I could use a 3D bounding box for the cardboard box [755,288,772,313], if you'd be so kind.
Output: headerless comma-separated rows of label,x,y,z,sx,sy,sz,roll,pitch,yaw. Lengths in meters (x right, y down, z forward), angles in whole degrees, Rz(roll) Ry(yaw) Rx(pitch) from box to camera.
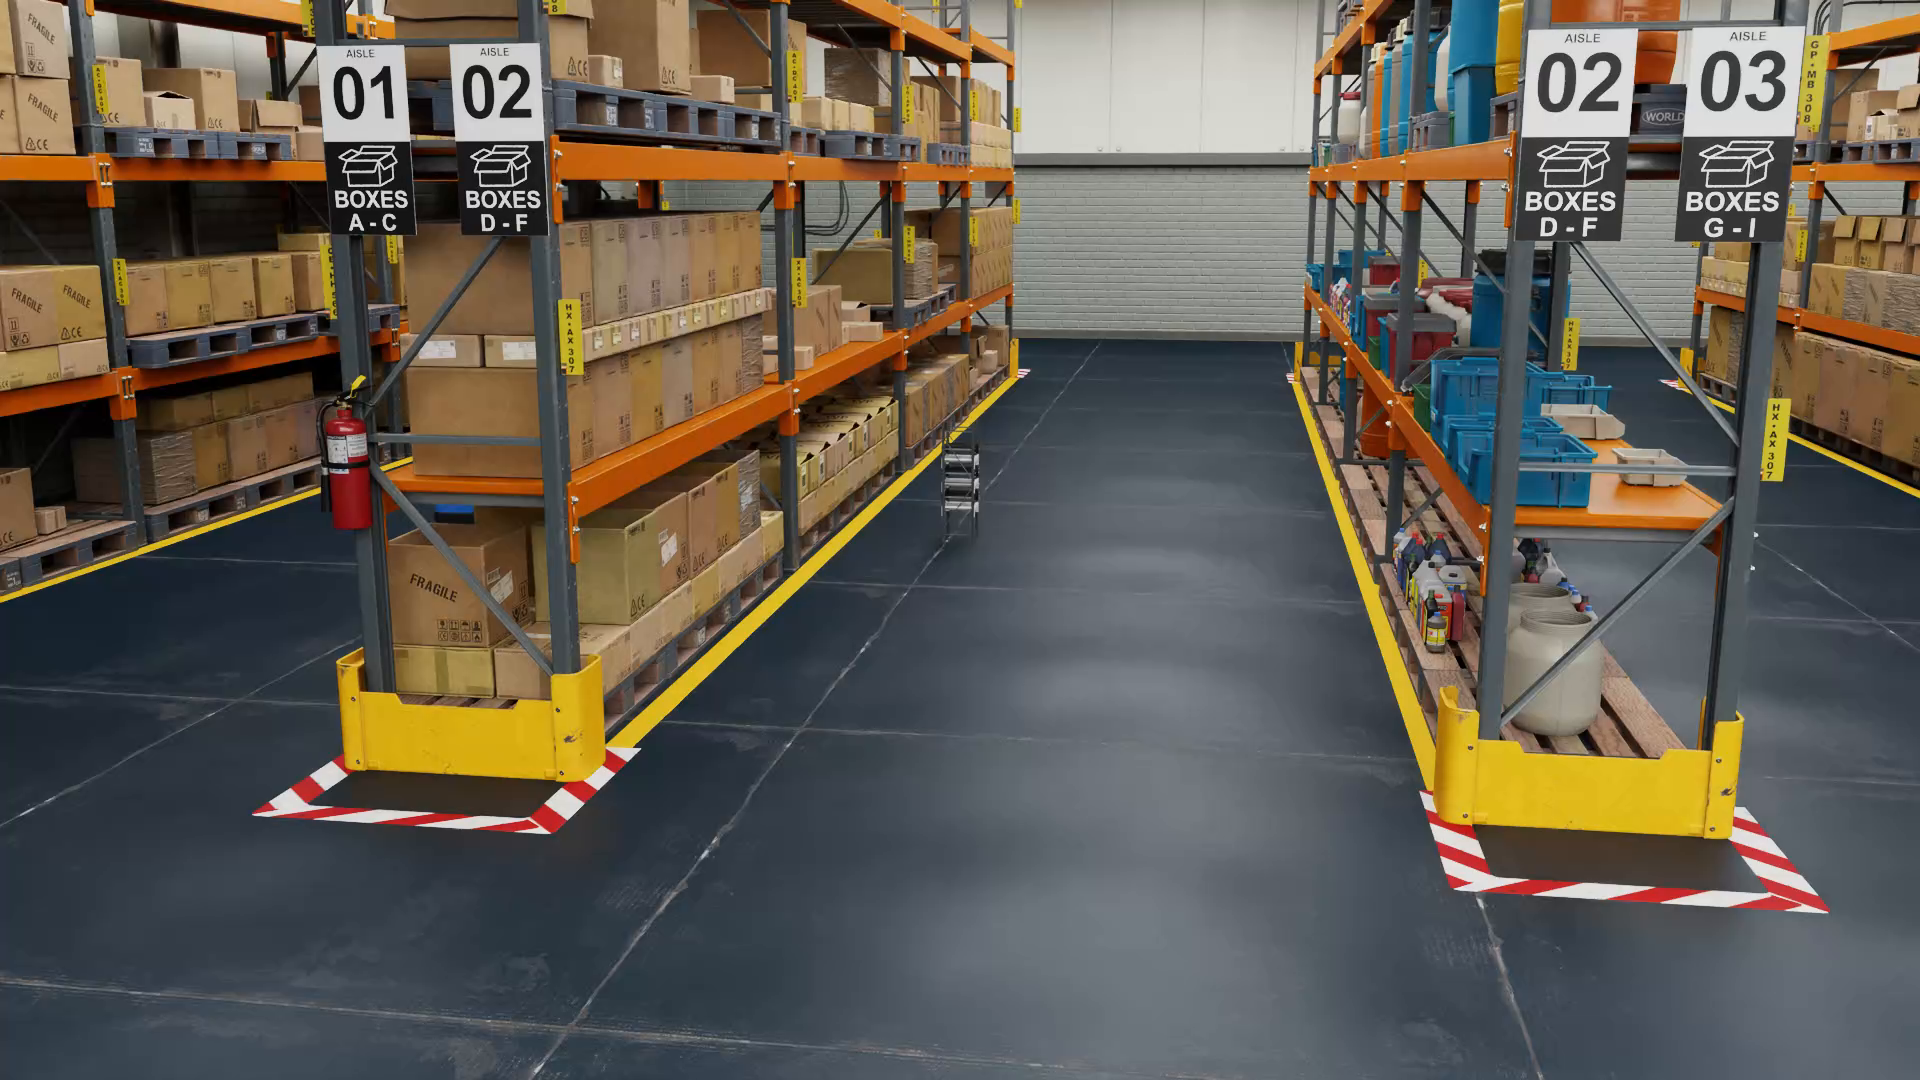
cardboard box,-1.452,-1.573,10.897,0.380,0.149,0.250,2,12,9

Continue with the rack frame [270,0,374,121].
rack frame,-5.902,-5.196,15.244,1.000,3.000,0.127,2,12,9

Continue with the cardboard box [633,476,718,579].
cardboard box,-1.701,-0.083,9.507,0.500,0.500,0.500,2,12,9

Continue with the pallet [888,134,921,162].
pallet,-1.022,-3.333,14.169,1.213,0.211,1.003,2,12,11

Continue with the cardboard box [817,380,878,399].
cardboard box,-1.094,-1.299,16.290,0.500,0.500,0.500,2,12,11

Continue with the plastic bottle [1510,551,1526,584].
plastic bottle,3.278,0.190,9.910,0.152,0.276,0.135,2,12,9

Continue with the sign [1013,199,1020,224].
sign,0.769,-4.467,22.604,0.100,0.325,0.005,2,12,9

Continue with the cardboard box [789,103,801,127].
cardboard box,-1.436,-3.112,12.051,0.500,0.250,0.500,1,12,3

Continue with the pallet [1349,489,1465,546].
pallet,3.540,-0.166,12.762,1.003,0.211,1.213,2,12,9

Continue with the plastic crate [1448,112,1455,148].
plastic crate,2.761,-2.153,8.746,0.336,0.188,0.450,2,12,9

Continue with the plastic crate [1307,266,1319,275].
plastic crate,4.653,-3.377,21.300,0.416,0.233,0.300,2,12,9

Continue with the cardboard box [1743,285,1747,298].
cardboard box,9.357,-2.886,19.363,0.380,0.149,0.250,2,12,10

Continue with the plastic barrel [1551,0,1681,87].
plastic barrel,2.606,-2.264,6.742,0.600,0.830,0.708,2,12,9

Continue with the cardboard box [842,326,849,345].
cardboard box,-1.147,-1.714,13.921,0.380,0.149,0.250,3,12,13

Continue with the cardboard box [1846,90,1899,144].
cardboard box,9.317,-4.214,16.573,0.700,0.500,0.500,2,12,10

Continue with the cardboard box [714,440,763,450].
cardboard box,-1.769,-0.608,12.395,0.500,0.311,0.500,2,12,10

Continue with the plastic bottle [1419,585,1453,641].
plastic bottle,2.572,0.391,8.979,0.152,0.276,0.135,2,12,9

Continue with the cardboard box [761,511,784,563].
cardboard box,-1.477,-0.028,11.035,0.500,0.250,0.500,2,12,9

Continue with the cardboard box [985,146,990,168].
cardboard box,0.087,-4.631,20.096,0.500,0.250,0.500,2,12,9

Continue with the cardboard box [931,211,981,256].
cardboard box,-0.041,-3.563,19.295,0.500,0.500,0.500,2,12,10

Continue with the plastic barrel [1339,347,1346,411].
plastic barrel,4.402,-1.842,17.904,0.600,0.901,0.708,2,12,9

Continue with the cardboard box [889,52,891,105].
cardboard box,-0.855,-4.304,15.616,0.500,0.500,0.500,2,12,9

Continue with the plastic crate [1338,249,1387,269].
plastic crate,5.251,-3.579,21.752,0.616,0.435,0.499,2,12,9

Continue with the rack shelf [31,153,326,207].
rack shelf,-6.209,-2.962,13.704,1.077,0.370,4.000,2,12,9

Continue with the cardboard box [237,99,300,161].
cardboard box,-6.193,-3.523,14.308,0.797,0.503,0.637,4,13,17

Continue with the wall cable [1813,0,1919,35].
wall cable,14.287,-9.018,25.342,2.277,5.999,0.120,2,12,9

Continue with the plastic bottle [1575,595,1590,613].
plastic bottle,3.297,0.422,8.819,0.061,0.283,0.133,2,12,10

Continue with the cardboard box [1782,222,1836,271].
cardboard box,9.203,-3.158,17.895,0.500,0.500,0.500,2,12,10

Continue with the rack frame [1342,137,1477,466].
rack frame,3.888,-1.942,14.386,1.000,3.000,0.127,2,12,9

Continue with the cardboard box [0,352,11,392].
cardboard box,-6.437,-1.050,10.554,0.500,0.250,0.500,2,12,8

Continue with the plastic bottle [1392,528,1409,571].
plastic bottle,2.790,0.061,10.522,0.097,0.271,0.097,0,12,0

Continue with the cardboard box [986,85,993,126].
cardboard box,0.030,-5.457,20.962,0.700,0.500,0.500,2,12,9

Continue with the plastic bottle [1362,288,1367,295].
plastic bottle,4.063,-2.433,16.956,0.152,0.276,0.135,2,12,9

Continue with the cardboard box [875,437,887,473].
cardboard box,-0.922,-0.740,14.337,0.500,0.250,0.500,2,12,8

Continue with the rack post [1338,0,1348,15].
rack post,4.342,-5.496,16.817,0.937,0.300,0.954,2,12,8

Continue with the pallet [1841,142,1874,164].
pallet,9.305,-3.795,16.316,0.805,0.209,1.217,1,12,6

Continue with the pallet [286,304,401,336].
pallet,-5.906,-2.018,15.191,1.213,0.211,1.003,2,12,9

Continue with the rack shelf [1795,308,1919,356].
rack shelf,9.089,-1.847,15.649,1.077,0.370,4.000,2,12,9

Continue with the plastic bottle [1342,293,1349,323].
plastic bottle,3.704,-2.221,15.957,0.061,0.283,0.133,2,12,9

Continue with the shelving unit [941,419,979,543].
shelving unit,0.001,-0.442,12.406,0.258,0.900,0.210,2,12,9

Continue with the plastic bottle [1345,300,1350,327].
plastic bottle,3.659,-2.130,15.562,0.097,0.271,0.097,0,12,0

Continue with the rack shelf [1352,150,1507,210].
rack shelf,3.580,-2.641,12.214,1.077,0.370,4.000,2,12,9

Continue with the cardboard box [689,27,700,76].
cardboard box,-1.959,-2.964,10.438,0.500,0.500,0.500,3,13,13

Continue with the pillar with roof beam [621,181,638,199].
pillar with roof beam,-0.857,-7.312,25.062,9.100,9.000,0.400,2,12,9

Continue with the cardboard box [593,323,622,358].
cardboard box,-1.886,-0.986,8.171,0.380,0.149,0.250,2,12,9

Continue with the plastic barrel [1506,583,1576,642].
plastic barrel,2.760,0.490,8.008,0.421,0.512,0.421,0,12,0

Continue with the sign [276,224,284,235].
sign,-6.451,-2.847,15.834,0.100,0.325,0.005,2,12,9

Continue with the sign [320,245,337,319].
sign,-2.771,-1.141,7.355,0.100,0.325,0.005,2,12,9

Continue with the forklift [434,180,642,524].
forklift,-3.095,-1.626,13.079,1.130,2.935,3.031,2,12,7

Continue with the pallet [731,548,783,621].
pallet,-1.785,0.256,10.803,1.003,0.211,1.213,2,12,9

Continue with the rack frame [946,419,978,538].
rack frame,0.017,-0.463,12.505,0.240,0.900,0.006,2,12,9

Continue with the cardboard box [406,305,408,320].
cardboard box,-5.575,-2.264,16.425,0.380,0.149,0.250,2,12,9

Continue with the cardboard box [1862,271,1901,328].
cardboard box,8.851,-2.259,15.619,0.500,0.500,0.500,2,12,10

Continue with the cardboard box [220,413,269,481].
cardboard box,-6.272,-0.792,13.936,0.700,0.500,0.500,2,12,9

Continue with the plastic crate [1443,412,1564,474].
plastic crate,2.544,-0.453,7.829,0.499,0.251,0.408,2,12,9
